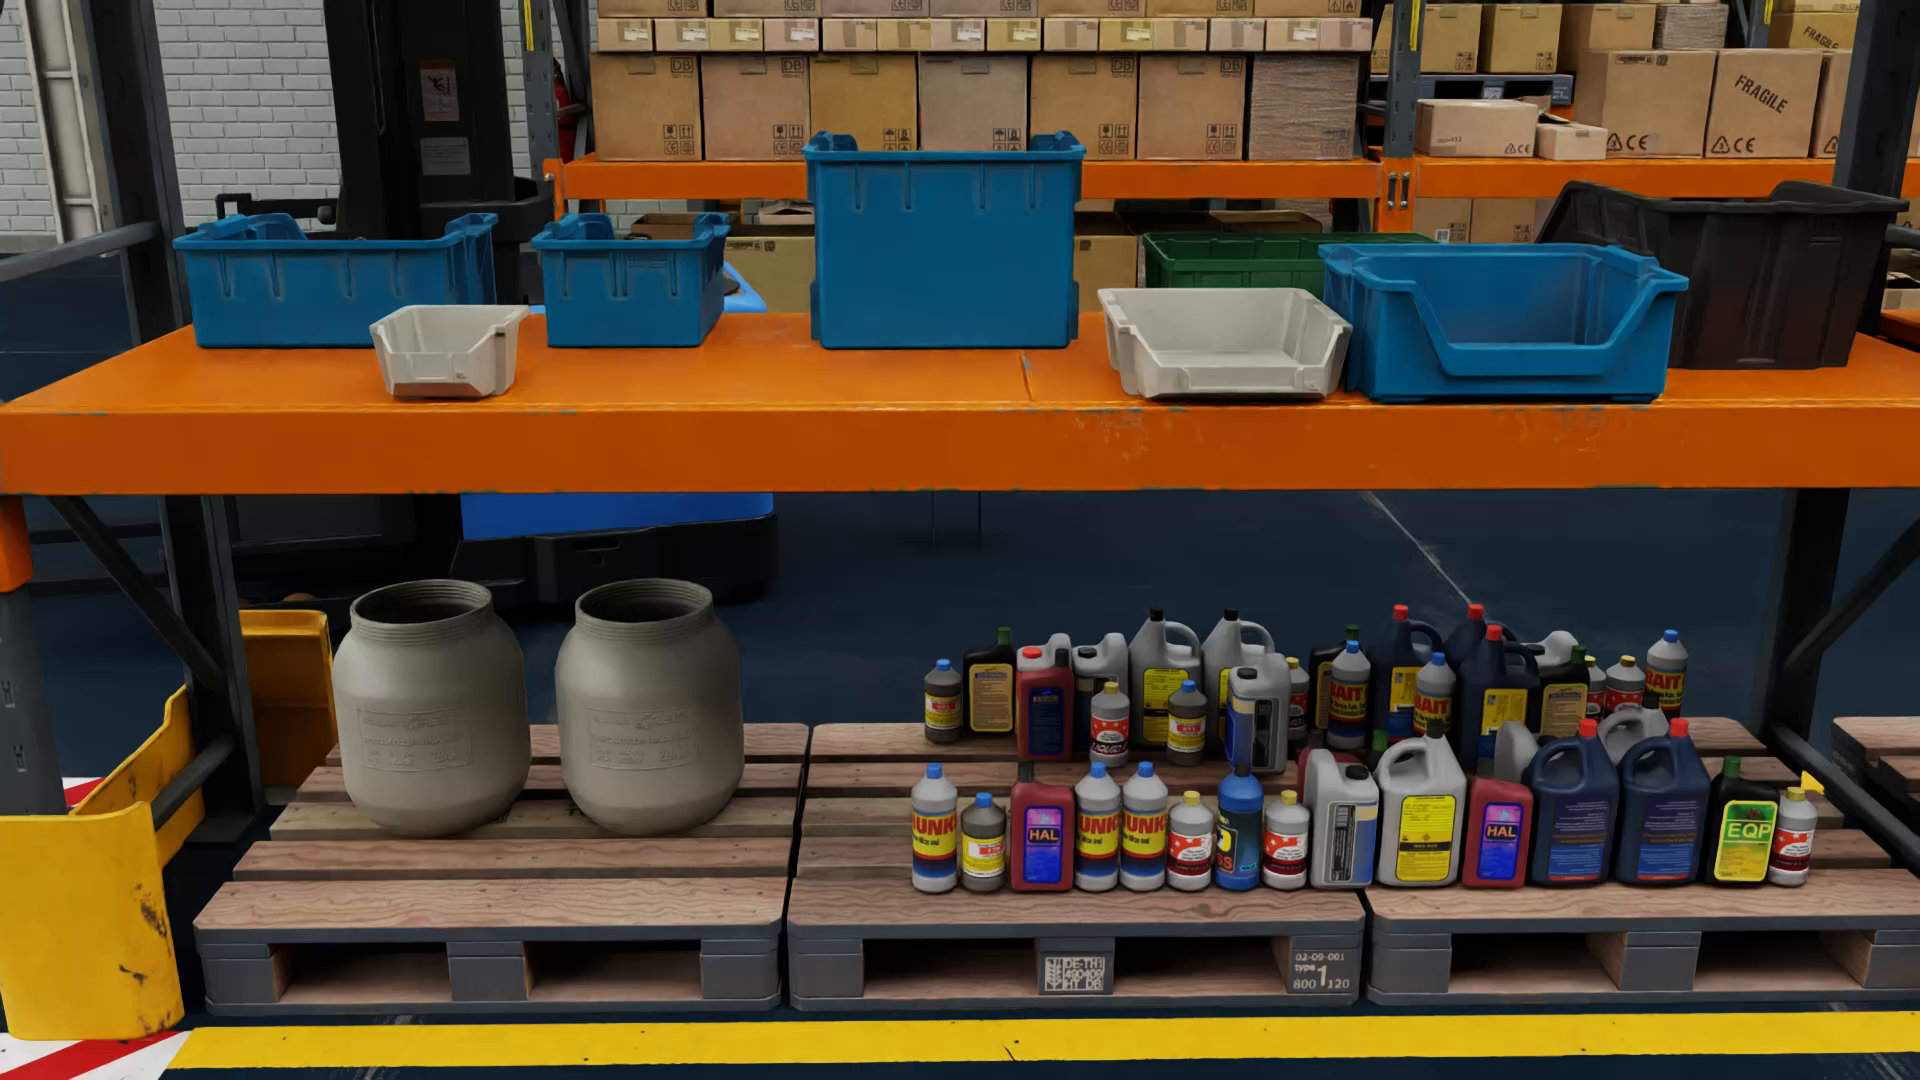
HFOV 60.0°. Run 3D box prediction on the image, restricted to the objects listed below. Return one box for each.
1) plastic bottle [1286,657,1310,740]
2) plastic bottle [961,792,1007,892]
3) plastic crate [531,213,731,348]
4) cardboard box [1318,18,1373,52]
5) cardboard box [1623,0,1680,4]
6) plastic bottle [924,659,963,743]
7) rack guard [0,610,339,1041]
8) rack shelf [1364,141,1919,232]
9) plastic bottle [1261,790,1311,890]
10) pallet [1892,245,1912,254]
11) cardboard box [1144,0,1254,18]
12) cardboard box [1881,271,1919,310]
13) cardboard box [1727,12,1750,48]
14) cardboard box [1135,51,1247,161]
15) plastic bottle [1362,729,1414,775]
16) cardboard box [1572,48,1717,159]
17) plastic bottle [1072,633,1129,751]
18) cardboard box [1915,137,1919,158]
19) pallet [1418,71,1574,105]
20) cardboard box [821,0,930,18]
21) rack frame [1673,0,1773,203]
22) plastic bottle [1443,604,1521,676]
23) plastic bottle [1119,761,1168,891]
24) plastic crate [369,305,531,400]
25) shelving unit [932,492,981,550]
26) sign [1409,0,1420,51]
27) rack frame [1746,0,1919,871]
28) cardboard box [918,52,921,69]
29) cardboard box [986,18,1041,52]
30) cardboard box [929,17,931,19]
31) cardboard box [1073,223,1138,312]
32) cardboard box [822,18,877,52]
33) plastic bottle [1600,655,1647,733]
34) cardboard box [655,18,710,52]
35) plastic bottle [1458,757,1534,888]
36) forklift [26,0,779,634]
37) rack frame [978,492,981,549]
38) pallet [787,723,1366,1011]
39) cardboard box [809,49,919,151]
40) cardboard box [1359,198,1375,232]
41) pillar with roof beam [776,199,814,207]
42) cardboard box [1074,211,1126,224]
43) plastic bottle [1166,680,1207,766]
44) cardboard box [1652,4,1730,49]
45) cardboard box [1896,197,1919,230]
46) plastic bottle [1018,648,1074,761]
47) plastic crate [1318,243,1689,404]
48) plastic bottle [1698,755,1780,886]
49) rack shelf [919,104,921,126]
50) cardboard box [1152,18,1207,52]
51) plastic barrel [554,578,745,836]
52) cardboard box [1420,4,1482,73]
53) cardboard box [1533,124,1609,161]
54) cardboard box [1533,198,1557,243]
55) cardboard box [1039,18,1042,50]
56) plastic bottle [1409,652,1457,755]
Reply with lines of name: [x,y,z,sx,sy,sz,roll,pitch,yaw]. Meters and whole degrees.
plastic bottle: [0.842,0.400,4.251,0.097,0.201,0.097,0,18,0]
plastic bottle: [0.050,0.633,3.525,0.097,0.201,0.097,0,18,0]
plastic crate: [-0.726,-0.600,3.752,0.408,0.251,0.499,0,18,-1]
cardboard box: [1.785,-2.398,7.886,0.250,0.149,0.380,0,18,-1]
cardboard box: [5.305,-4.189,12.751,0.250,0.149,0.380,-3,18,-10]
plastic bottle: [-0.042,0.404,4.238,0.097,0.201,0.097,0,18,0]
rack guard: [-1.796,0.600,3.860,0.348,0.500,1.175,0,18,-1]
rack shelf: [4.053,-1.775,8.348,4.000,0.370,1.077,0,18,-1]
plastic bottle: [0.694,0.630,3.534,0.097,0.201,0.097,0,18,0]
pallet: [6.761,-2.293,13.351,1.213,0.211,1.003,0,18,-1]
cardboard box: [1.105,-2.767,7.974,0.500,0.500,0.700,0,18,-1]
cardboard box: [4.509,-1.201,8.278,0.500,0.311,0.500,0,18,-1]
cardboard box: [6.439,-3.922,13.179,0.500,0.500,0.500,0,18,-1]
cardboard box: [1.083,-2.147,8.167,0.500,0.500,0.700,0,18,-1]
plastic bottle: [0.947,0.551,3.646,0.133,0.283,0.061,0,18,-1]
cardboard box: [3.349,-2.157,8.197,0.500,0.500,0.500,1,18,3]
plastic bottle: [0.349,0.375,4.206,0.135,0.276,0.152,-1,18,-2]
cardboard box: [4.779,-1.984,8.234,0.250,0.149,0.380,1,18,3]
pallet: [3.993,-3.527,12.946,1.213,0.211,1.003,0,18,-1]
cardboard box: [-0.396,-2.760,7.952,0.500,0.500,0.700,0,18,-1]
rack frame: [5.971,-3.640,12.985,0.127,3.000,1.000,0,18,-1]
plastic bottle: [1.315,0.334,4.213,0.185,0.351,0.144,0,18,1]
plastic bottle: [0.389,0.598,3.519,0.097,0.271,0.097,0,18,0]
plastic crate: [-0.971,-0.356,3.180,0.250,0.136,0.298,0,18,-1]
shelving unit: [-0.014,-0.571,6.364,0.189,1.200,0.258,0,18,-1]
sign: [2.064,-2.389,7.536,0.005,0.325,0.100,0,18,-1]
rack frame: [2.128,-0.595,3.492,0.127,3.000,1.000,0,18,-1]
cardboard box: [-0.535,-3.807,12.491,0.500,0.500,0.500,-1,18,-3]
cardboard box: [0.250,-2.390,7.862,0.250,0.149,0.380,0,18,1]
cardboard box: [-0.272,-2.512,8.242,0.250,0.149,0.380,0,18,1]
cardboard box: [0.594,-1.284,8.227,0.500,0.500,0.500,0,18,-1]
cardboard box: [-0.518,-2.387,7.852,0.250,0.149,0.380,-1,18,-3]
plastic bottle: [1.701,0.396,4.264,0.097,0.201,0.097,0,18,0]
cardboard box: [-1.286,-2.384,7.841,0.250,0.149,0.380,-1,18,-2]
plastic bottle: [1.135,0.594,3.511,0.133,0.283,0.061,1,18,3]
forklift: [-2.219,-1.215,5.535,3.031,2.935,1.130,-5,18,-14]
rack frame: [0.077,-0.572,6.365,0.006,1.200,0.240,0,18,-1]
pallet: [0.233,0.730,3.927,1.213,0.211,1.003,0,18,-1]
cardboard box: [-0.457,-2.139,8.142,0.500,0.500,0.700,0,18,0]
cardboard box: [3.223,-2.667,13.322,0.500,0.500,0.700,-1,18,-2]
pillar with roof beam: [-1.273,-5.411,8.684,0.400,9.000,9.100,0,18,-1]
cardboard box: [0.585,-1.444,8.726,0.500,0.500,0.500,0,18,-1]
plastic bottle: [0.560,0.445,4.109,0.097,0.201,0.097,0,18,0]
cardboard box: [5.502,-3.892,12.886,0.500,0.500,0.700,-2,18,-7]
cardboard box: [7.585,-2.782,13.142,0.750,0.750,0.750,0,18,-1]
plastic bottle: [0.213,0.405,4.101,0.133,0.283,0.061,0,18,-1]
plastic crate: [1.026,-0.436,3.240,0.616,0.251,0.499,0,18,-1]
plastic bottle: [1.652,0.592,3.519,0.133,0.283,0.061,1,18,2]
rack shelf: [-0.028,-3.269,13.005,4.000,0.370,1.077,0,18,-1]
cardboard box: [1.014,-2.394,7.873,0.250,0.149,0.380,0,18,-1]
plastic barrel: [-0.713,0.380,3.838,0.421,0.512,0.421,0,18,0]
cardboard box: [3.698,-3.883,12.859,0.500,0.500,0.700,2,18,7]
cardboard box: [2.943,-1.930,8.066,0.250,0.149,0.380,0,18,-1]
cardboard box: [4.735,-2.673,13.342,0.500,0.500,0.700,0,18,-1]
cardboard box: [0.494,-2.515,8.251,0.250,0.149,0.380,-1,18,-2]
plastic bottle: [1.171,0.409,4.108,0.097,0.271,0.097,0,18,0]
